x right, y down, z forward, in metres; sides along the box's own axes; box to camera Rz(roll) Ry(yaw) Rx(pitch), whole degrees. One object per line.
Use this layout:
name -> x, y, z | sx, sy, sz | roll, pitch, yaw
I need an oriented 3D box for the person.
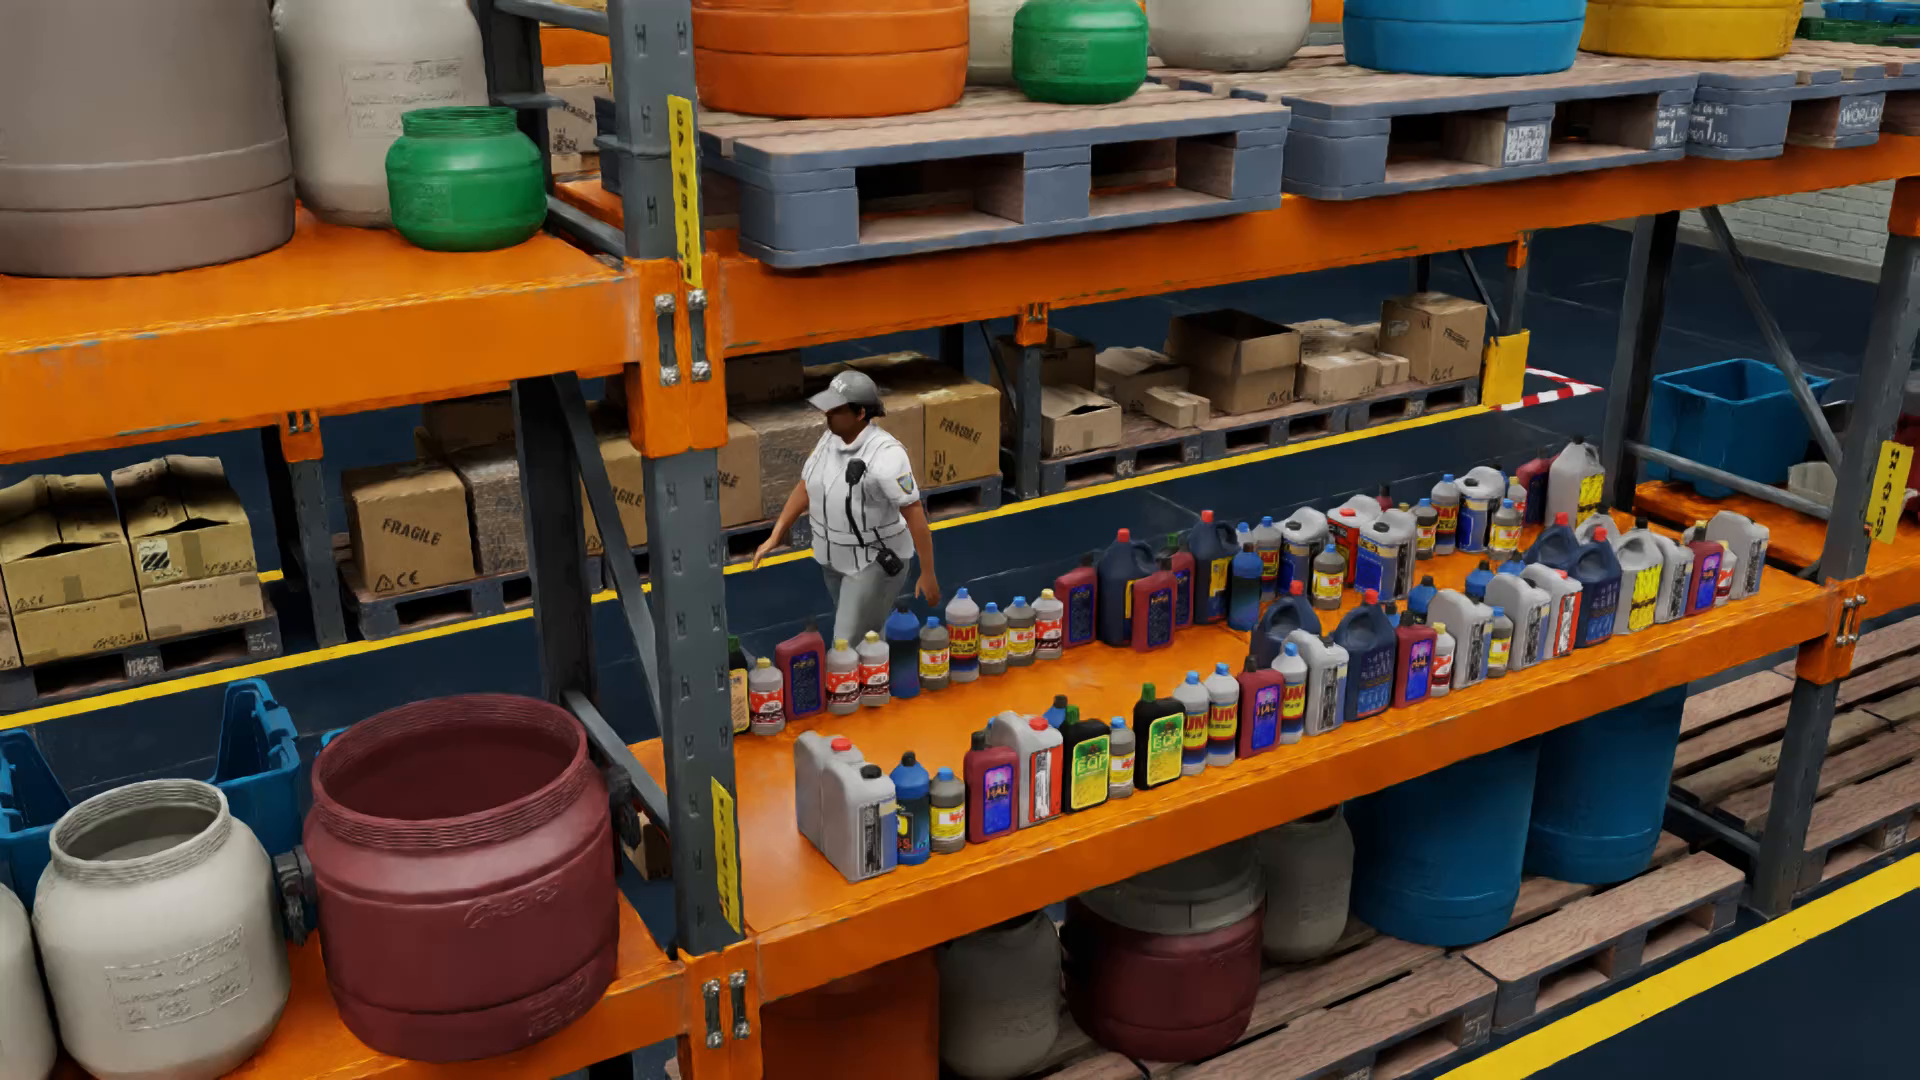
person -> -0.462, 0.108, 6.827 | 0.909, 1.628, 0.655 | -20, 29, -41
